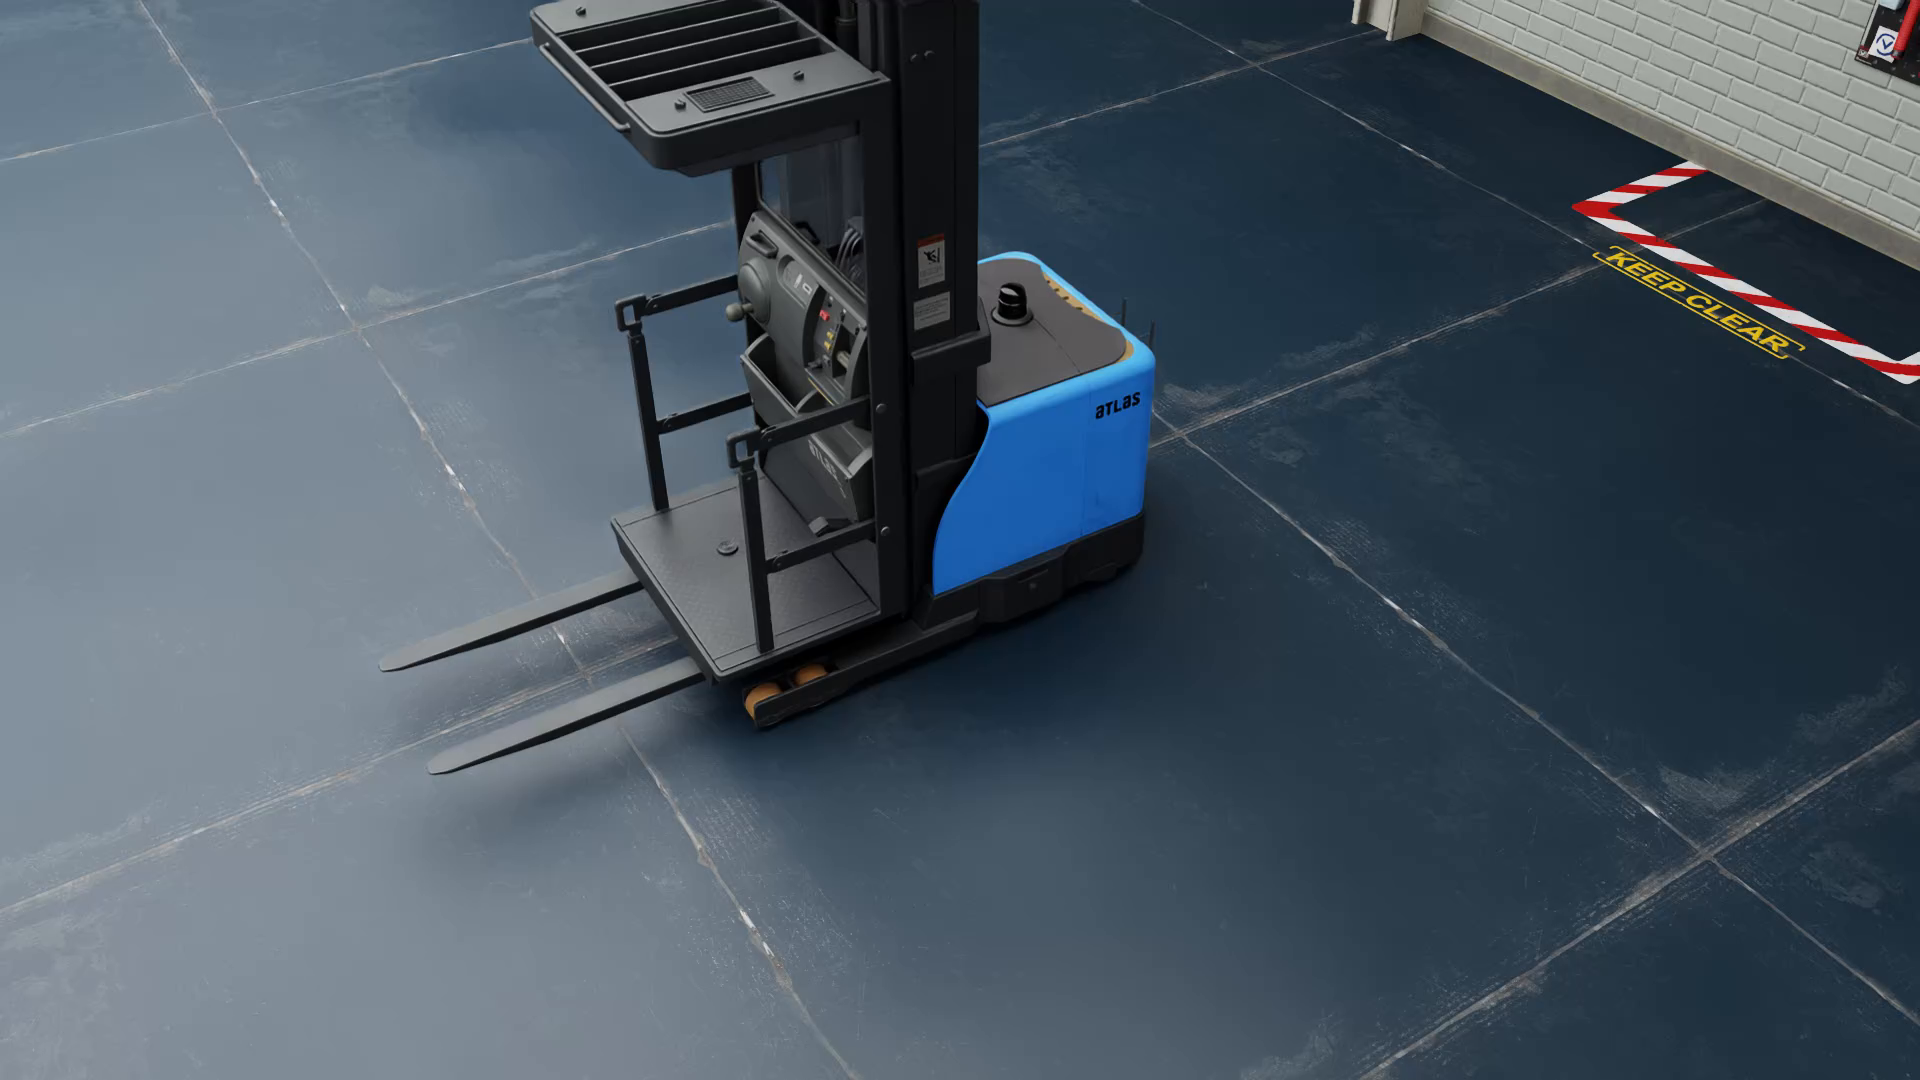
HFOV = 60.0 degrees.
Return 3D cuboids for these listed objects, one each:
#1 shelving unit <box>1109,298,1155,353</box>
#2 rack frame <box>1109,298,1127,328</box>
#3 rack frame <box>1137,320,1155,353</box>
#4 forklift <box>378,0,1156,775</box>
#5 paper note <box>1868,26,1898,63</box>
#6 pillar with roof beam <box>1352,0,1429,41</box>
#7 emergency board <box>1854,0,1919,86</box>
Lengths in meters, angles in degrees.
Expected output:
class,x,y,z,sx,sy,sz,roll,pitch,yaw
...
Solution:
class,x,y,z,sx,sy,sz,roll,pitch,yaw
shelving unit,0.658,-0.588,7.252,0.258,0.900,0.210,-21,44,-23
rack frame,0.606,-0.644,7.319,0.240,0.900,0.006,-21,44,-23
rack frame,0.710,-0.532,7.185,0.240,0.900,0.006,-21,44,-23
forklift,-0.751,-0.801,5.922,3.031,2.935,1.130,-21,44,-23
paper note,4.851,-2.598,8.713,0.016,0.148,0.142,-22,45,-24
pillar with roof beam,-0.671,-5.531,6.858,9.100,9.000,0.400,-22,45,-24
emergency board,4.888,-2.817,8.287,0.194,1.169,0.643,-22,45,-24
